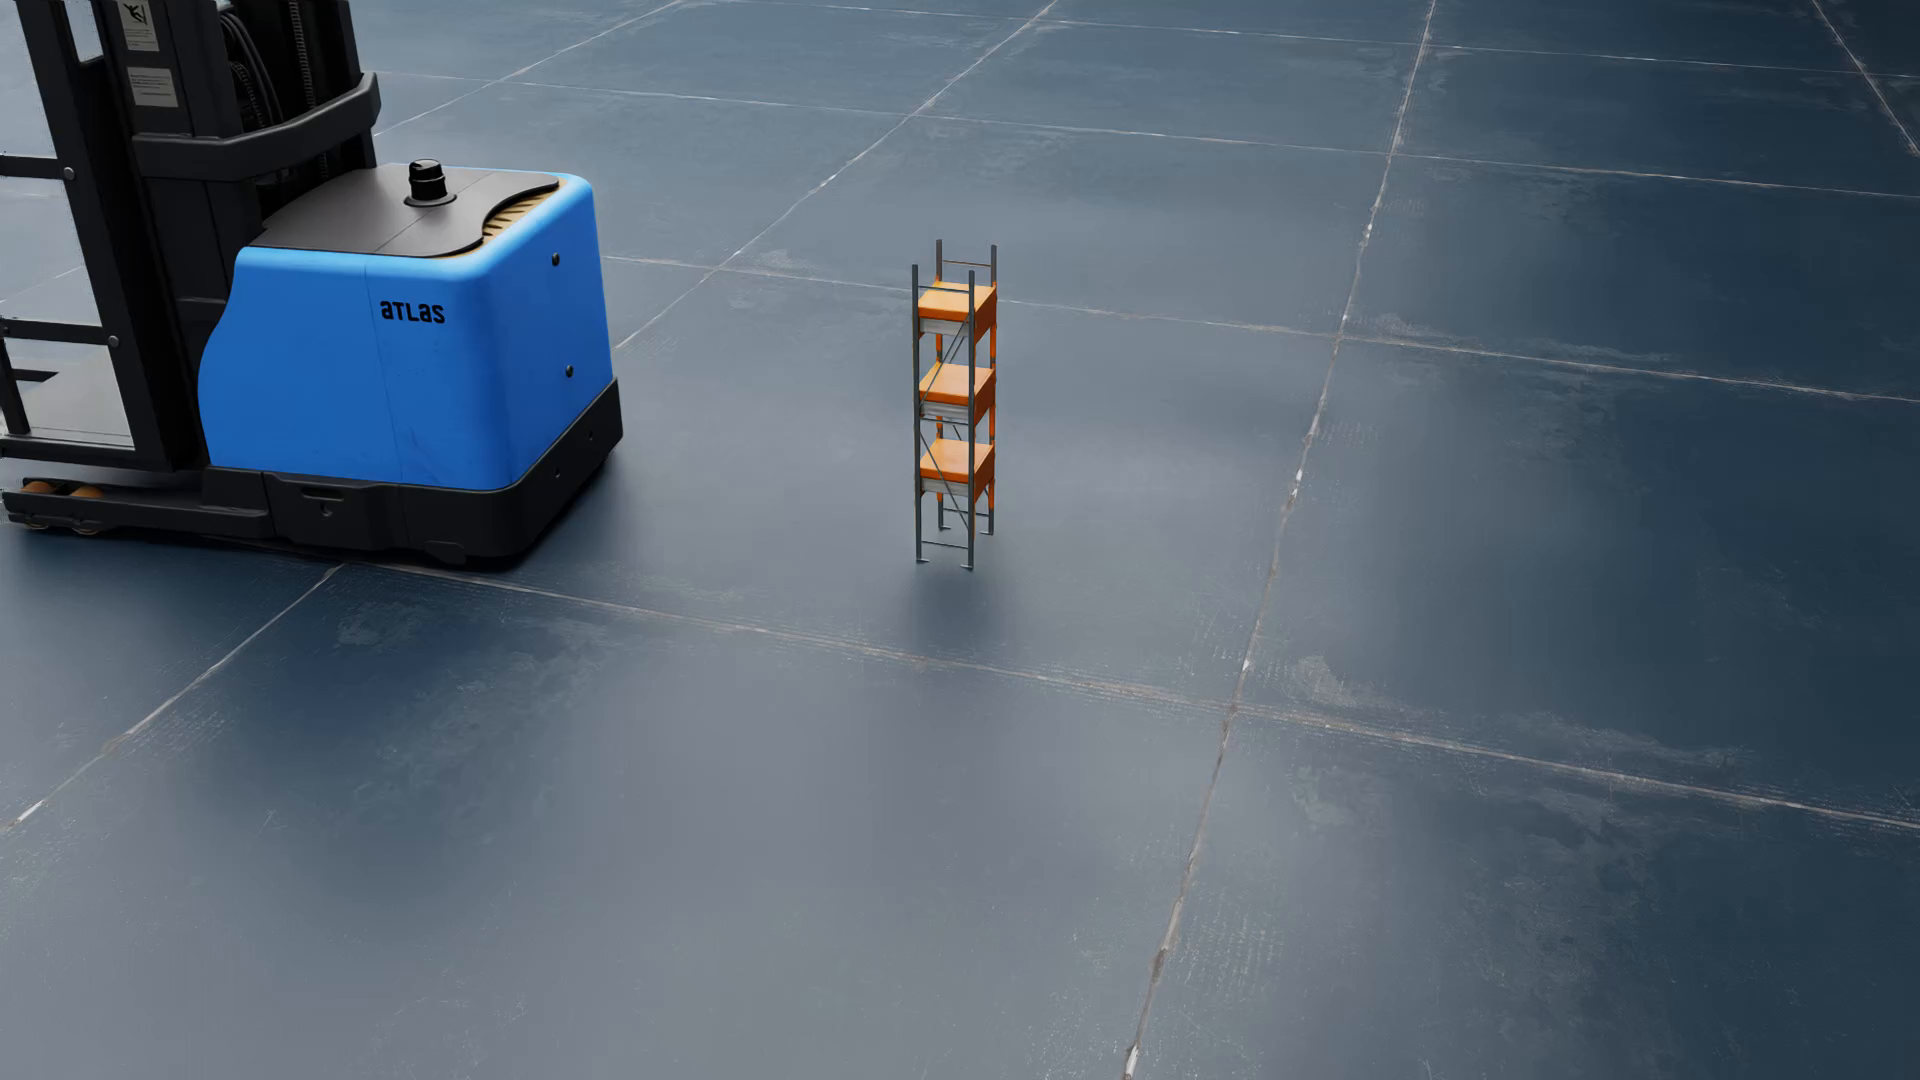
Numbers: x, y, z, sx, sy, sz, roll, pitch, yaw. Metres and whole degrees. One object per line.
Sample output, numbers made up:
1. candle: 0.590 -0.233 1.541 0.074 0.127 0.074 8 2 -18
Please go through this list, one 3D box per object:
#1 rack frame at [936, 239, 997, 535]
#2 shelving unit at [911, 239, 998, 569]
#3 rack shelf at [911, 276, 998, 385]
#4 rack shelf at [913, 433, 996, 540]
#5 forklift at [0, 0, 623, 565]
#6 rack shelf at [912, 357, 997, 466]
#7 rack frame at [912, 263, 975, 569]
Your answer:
1. rack frame: 0.020 -0.491 5.552 0.200 1.050 0.008 8 30 15
2. shelving unit: -0.016 -0.434 5.450 0.215 1.050 0.252 8 30 15
3. rack shelf: -0.016 -0.673 5.317 0.215 0.259 0.240 8 30 15
4. rack shelf: -0.016 -0.182 5.590 0.215 0.259 0.240 8 30 15
5. forklift: -2.847 -1.543 5.508 3.031 2.935 1.130 5 30 10
6. rack shelf: -0.016 -0.425 5.455 0.215 0.259 0.240 8 30 15
7. rack frame: -0.052 -0.377 5.348 0.200 1.050 0.008 8 30 15
